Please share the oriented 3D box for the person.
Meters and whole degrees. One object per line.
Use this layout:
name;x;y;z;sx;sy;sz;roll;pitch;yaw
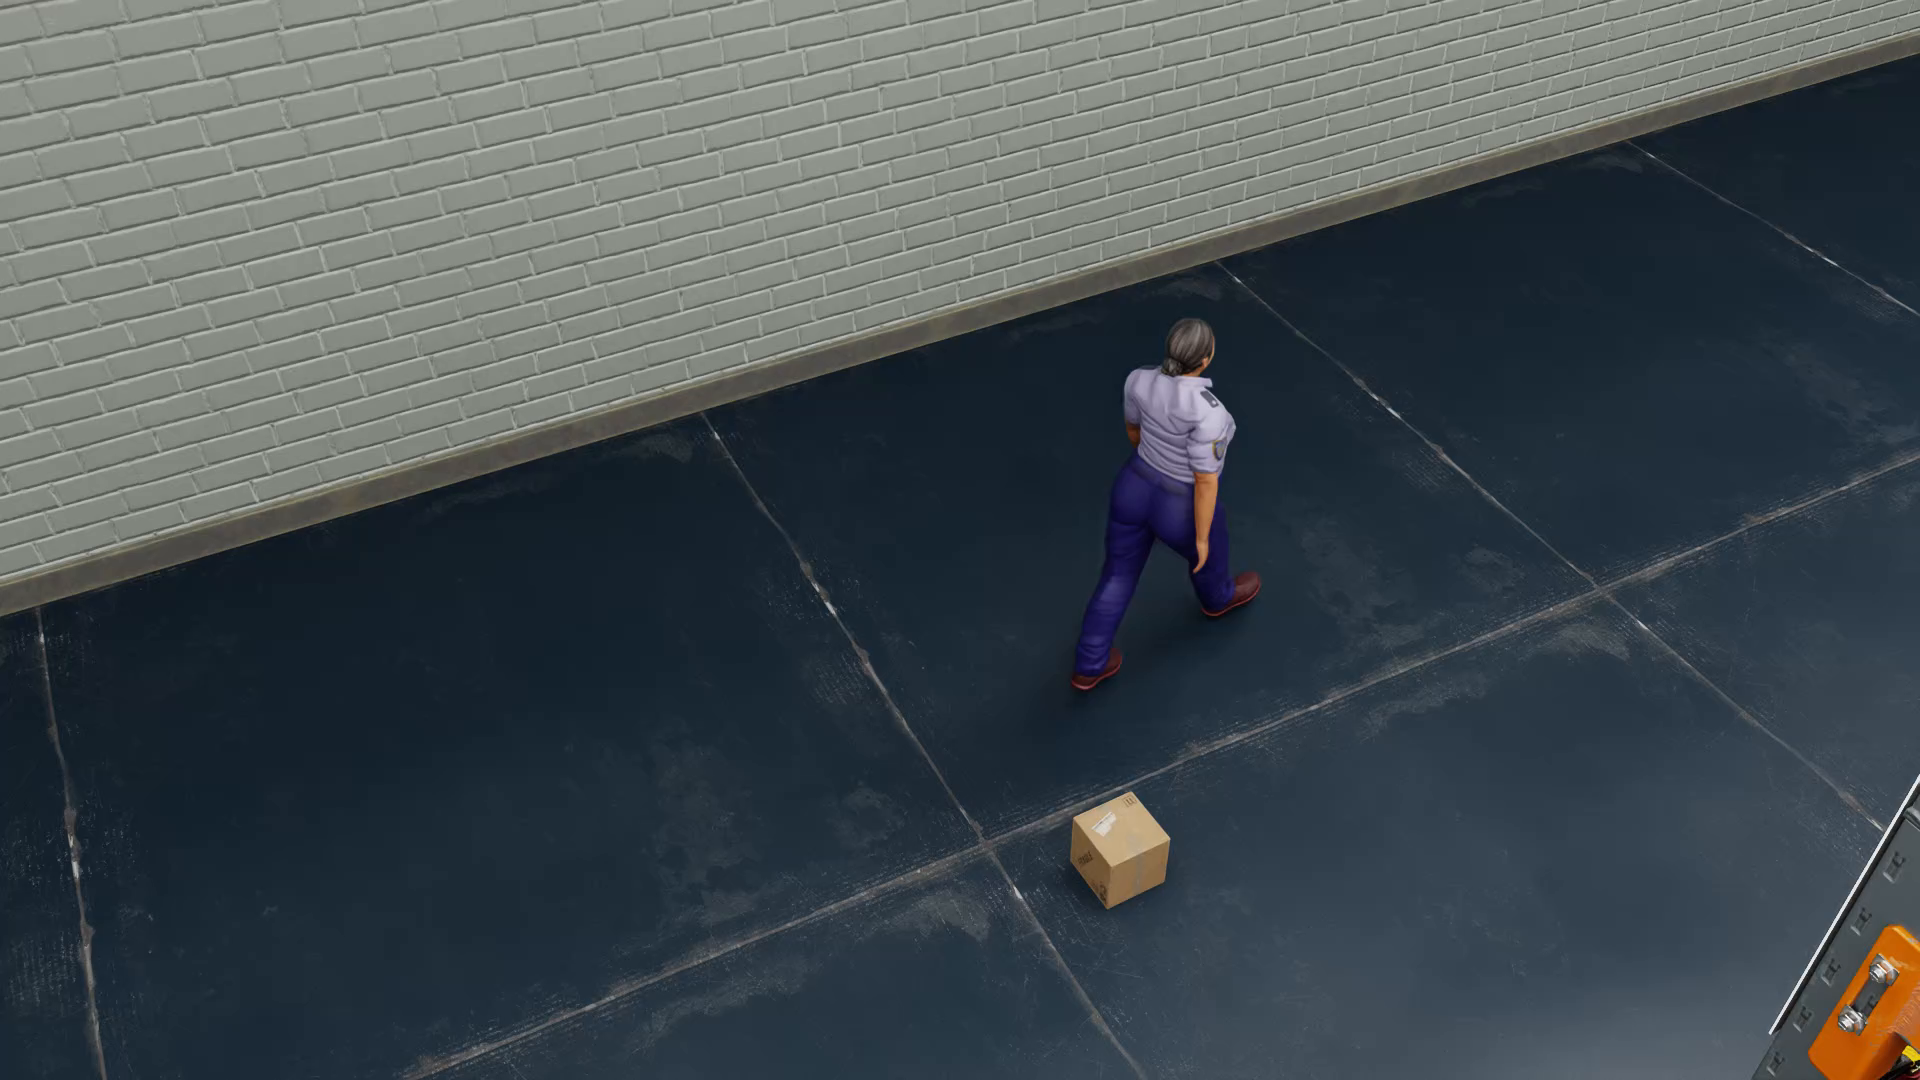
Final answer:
person;0.829;-0.194;6.384;0.521;1.587;1.020;28;49;28
